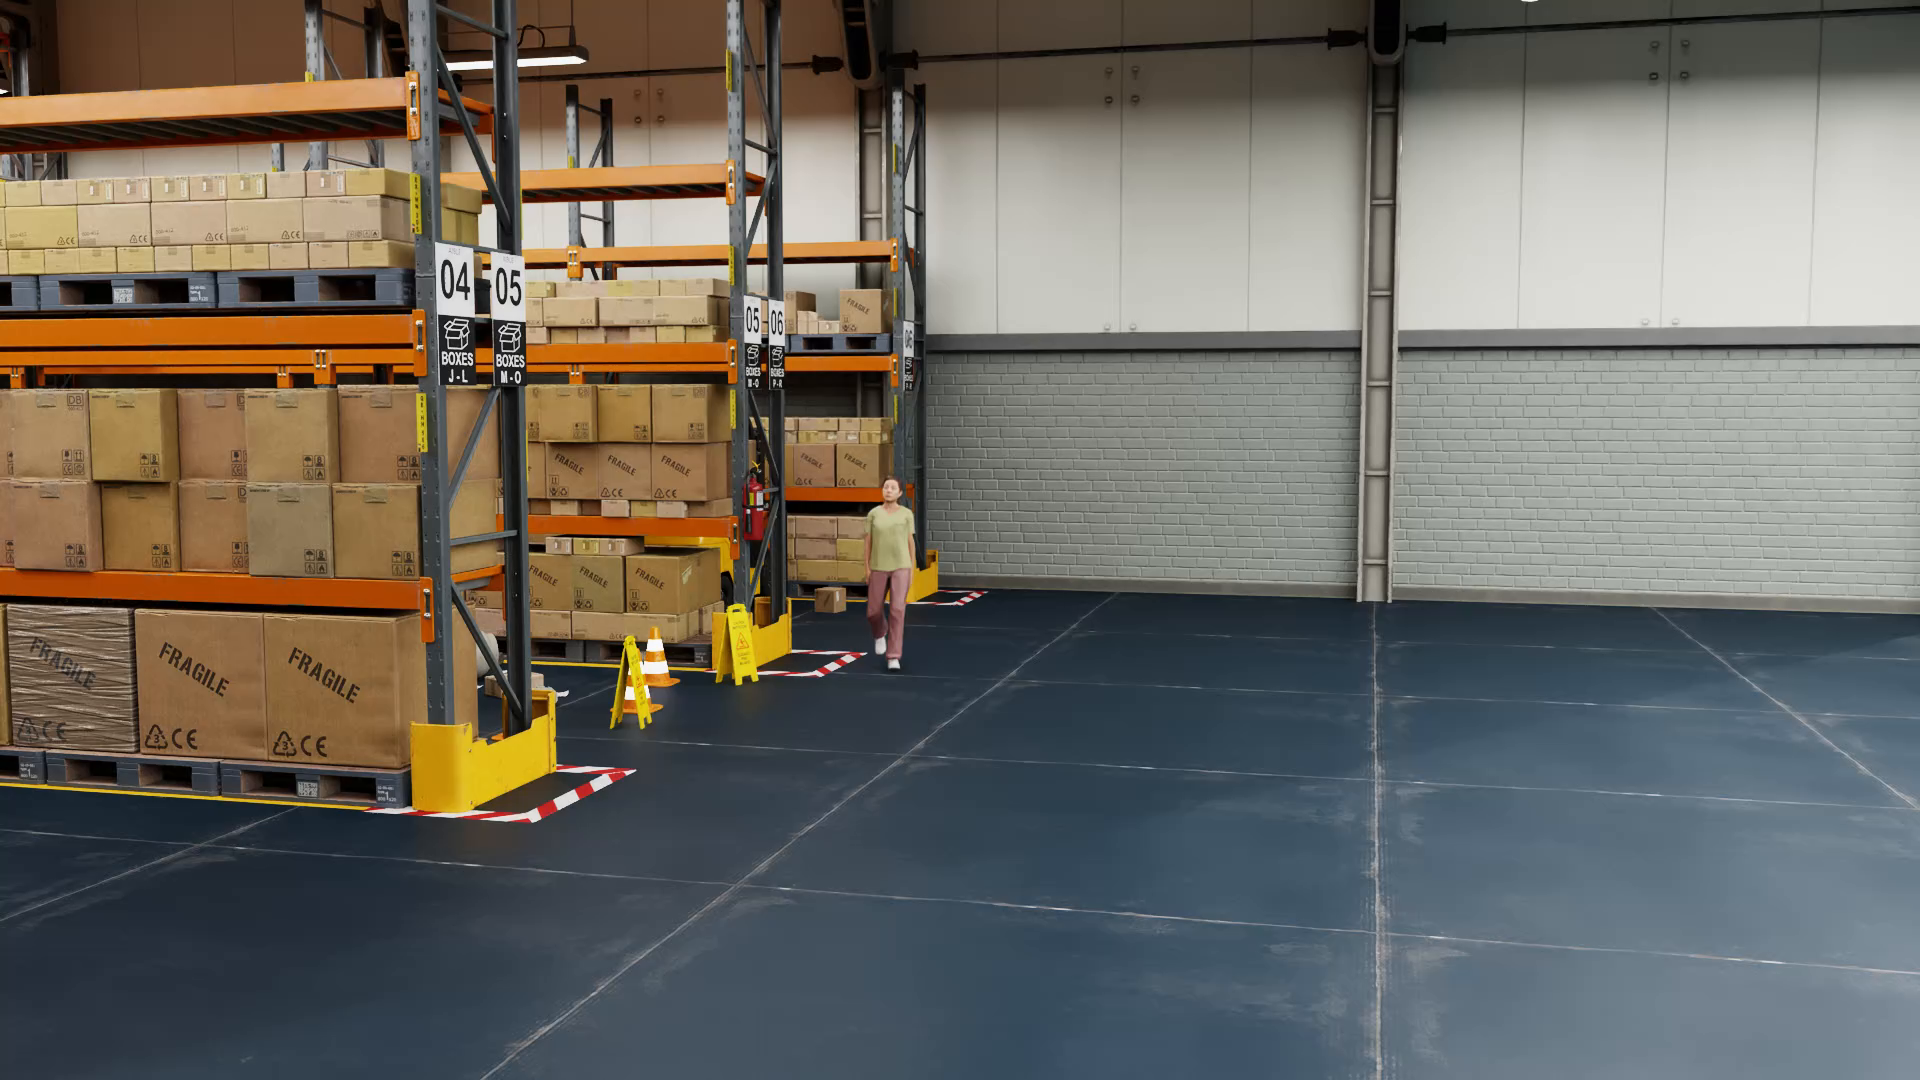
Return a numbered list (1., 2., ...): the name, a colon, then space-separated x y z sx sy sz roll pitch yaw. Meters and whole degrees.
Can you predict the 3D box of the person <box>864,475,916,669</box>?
1. person: -0.607 0.262 14.381 0.447 1.652 0.701 0 5 0
